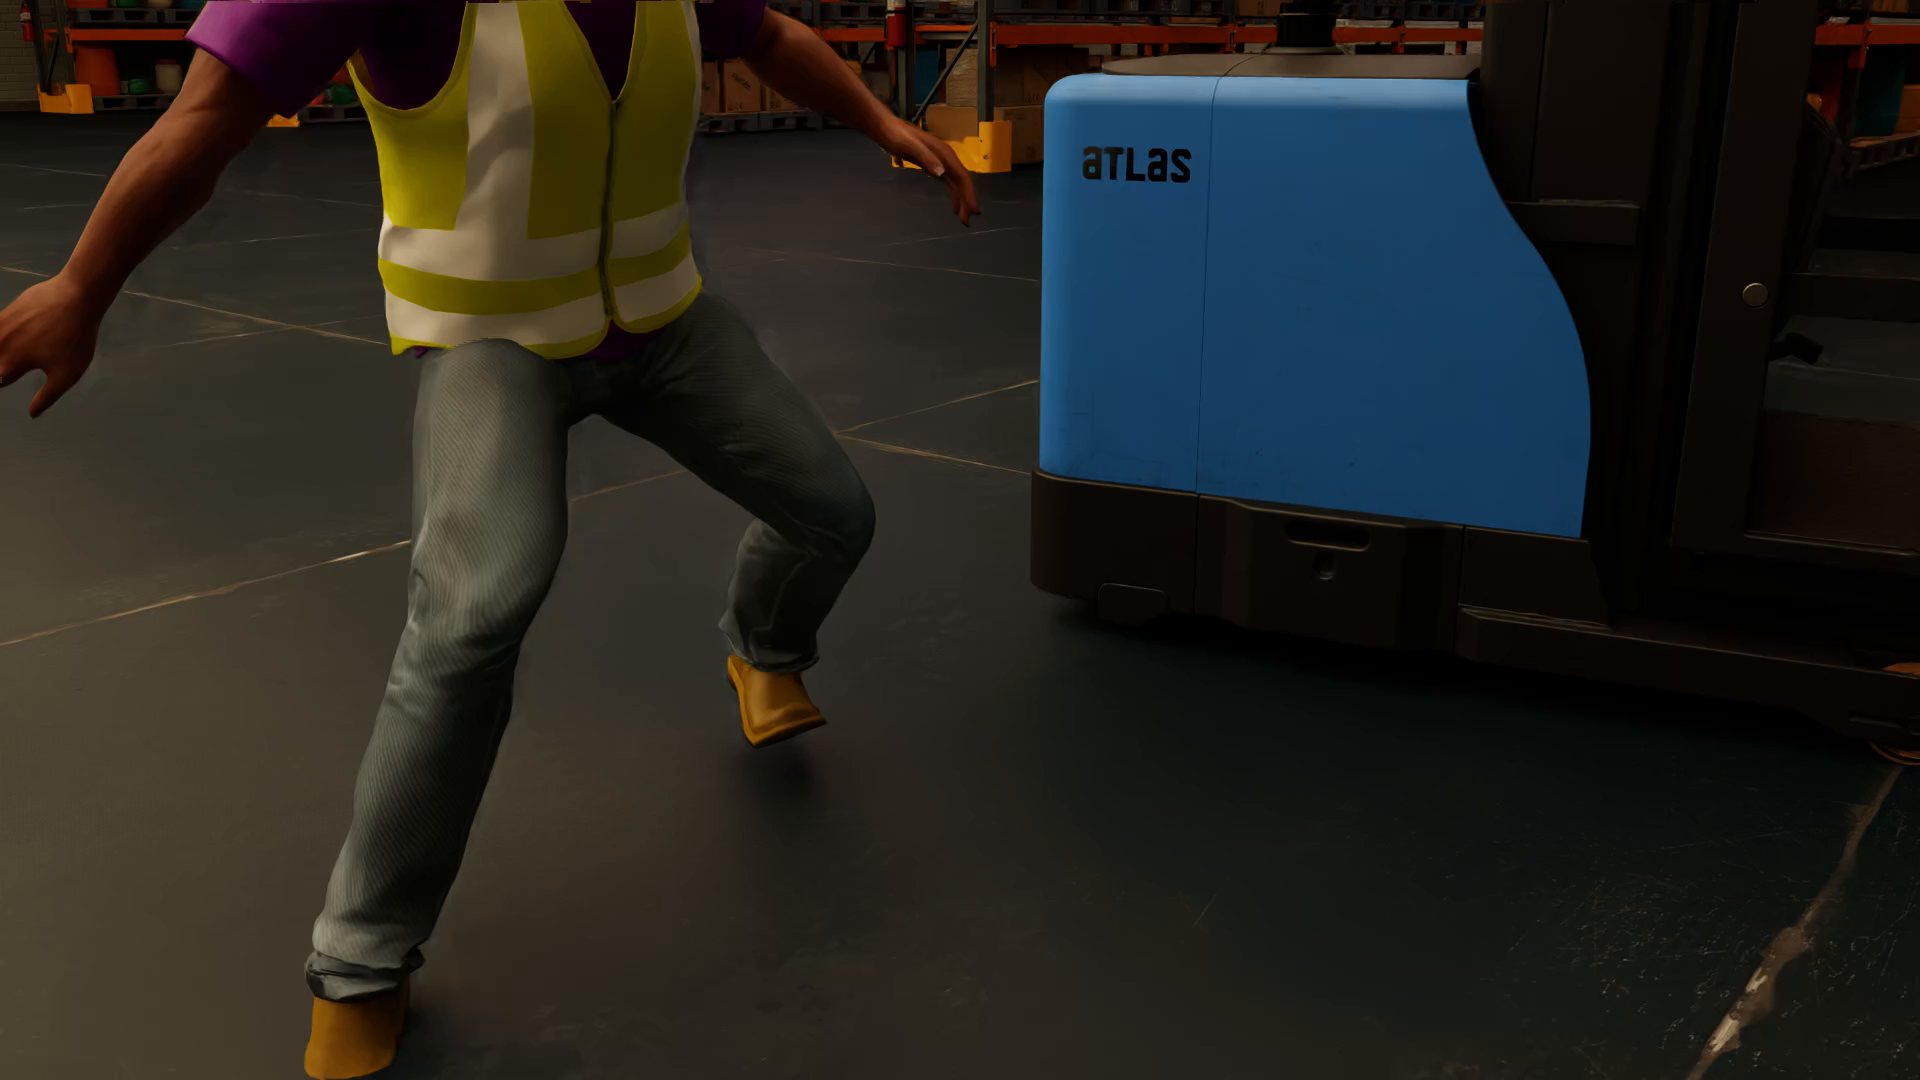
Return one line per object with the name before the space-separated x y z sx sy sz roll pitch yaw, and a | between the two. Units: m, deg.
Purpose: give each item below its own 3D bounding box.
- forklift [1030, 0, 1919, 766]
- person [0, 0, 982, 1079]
forklift | 1.702 -1.184 2.797 3.031 2.935 1.130 8 19 24
person | -0.540 -0.237 2.130 0.547 1.705 1.194 16 23 42
